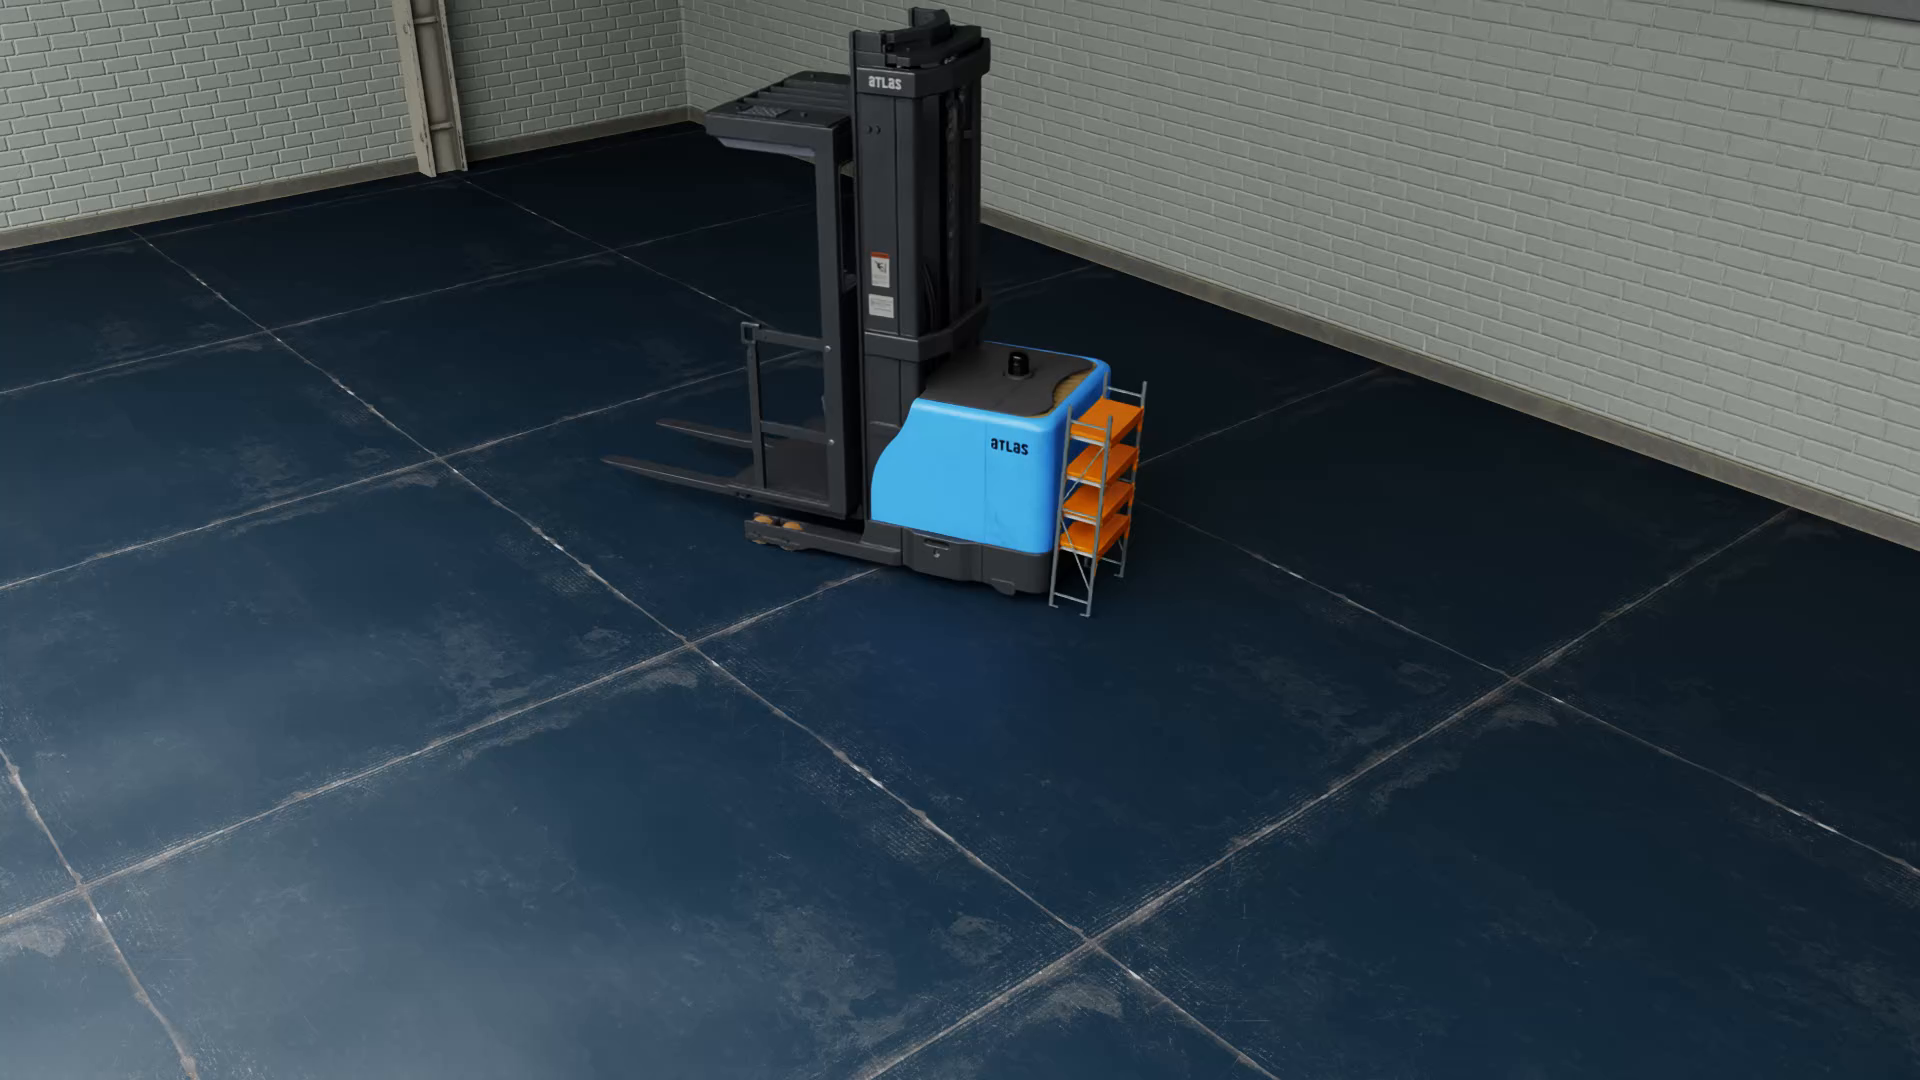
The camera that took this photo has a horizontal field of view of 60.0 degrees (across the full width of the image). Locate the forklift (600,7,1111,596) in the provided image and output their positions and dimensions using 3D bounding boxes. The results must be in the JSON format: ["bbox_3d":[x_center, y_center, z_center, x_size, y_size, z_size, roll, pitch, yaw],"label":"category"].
[{"bbox_3d":[-0.697,-1.441,9.336,3.031,2.935,1.130,12,30,21],"label":"forklift"}]

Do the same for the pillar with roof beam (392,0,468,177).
[{"bbox_3d":[-2.393,-6.136,11.684,0.400,9.000,9.100,-22,35,-35],"label":"pillar with roof beam"}]

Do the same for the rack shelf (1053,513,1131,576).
[{"bbox_3d":[0.721,-0.008,9.038,0.258,0.148,0.480,17,32,21],"label":"rack shelf"}]

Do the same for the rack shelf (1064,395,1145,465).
[{"bbox_3d":[0.758,-0.579,8.711,0.258,0.148,0.480,17,32,21],"label":"rack shelf"}]

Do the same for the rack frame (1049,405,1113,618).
[{"bbox_3d":[0.627,-0.135,8.713,0.240,1.200,0.015,17,32,21],"label":"rack frame"}]

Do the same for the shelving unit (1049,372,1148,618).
[{"bbox_3d":[0.736,-0.238,8.906,0.258,1.200,0.503,17,32,21],"label":"shelving unit"}]

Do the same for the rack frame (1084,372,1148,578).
[{"bbox_3d":[0.845,-0.341,9.098,0.240,1.200,0.015,17,32,21],"label":"rack frame"}]

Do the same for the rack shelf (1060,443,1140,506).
[{"bbox_3d":[0.745,-0.374,8.828,0.258,0.148,0.480,17,32,21],"label":"rack shelf"}]

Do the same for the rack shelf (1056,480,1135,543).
[{"bbox_3d":[0.732,-0.180,8.939,0.258,0.148,0.480,17,32,21],"label":"rack shelf"}]
